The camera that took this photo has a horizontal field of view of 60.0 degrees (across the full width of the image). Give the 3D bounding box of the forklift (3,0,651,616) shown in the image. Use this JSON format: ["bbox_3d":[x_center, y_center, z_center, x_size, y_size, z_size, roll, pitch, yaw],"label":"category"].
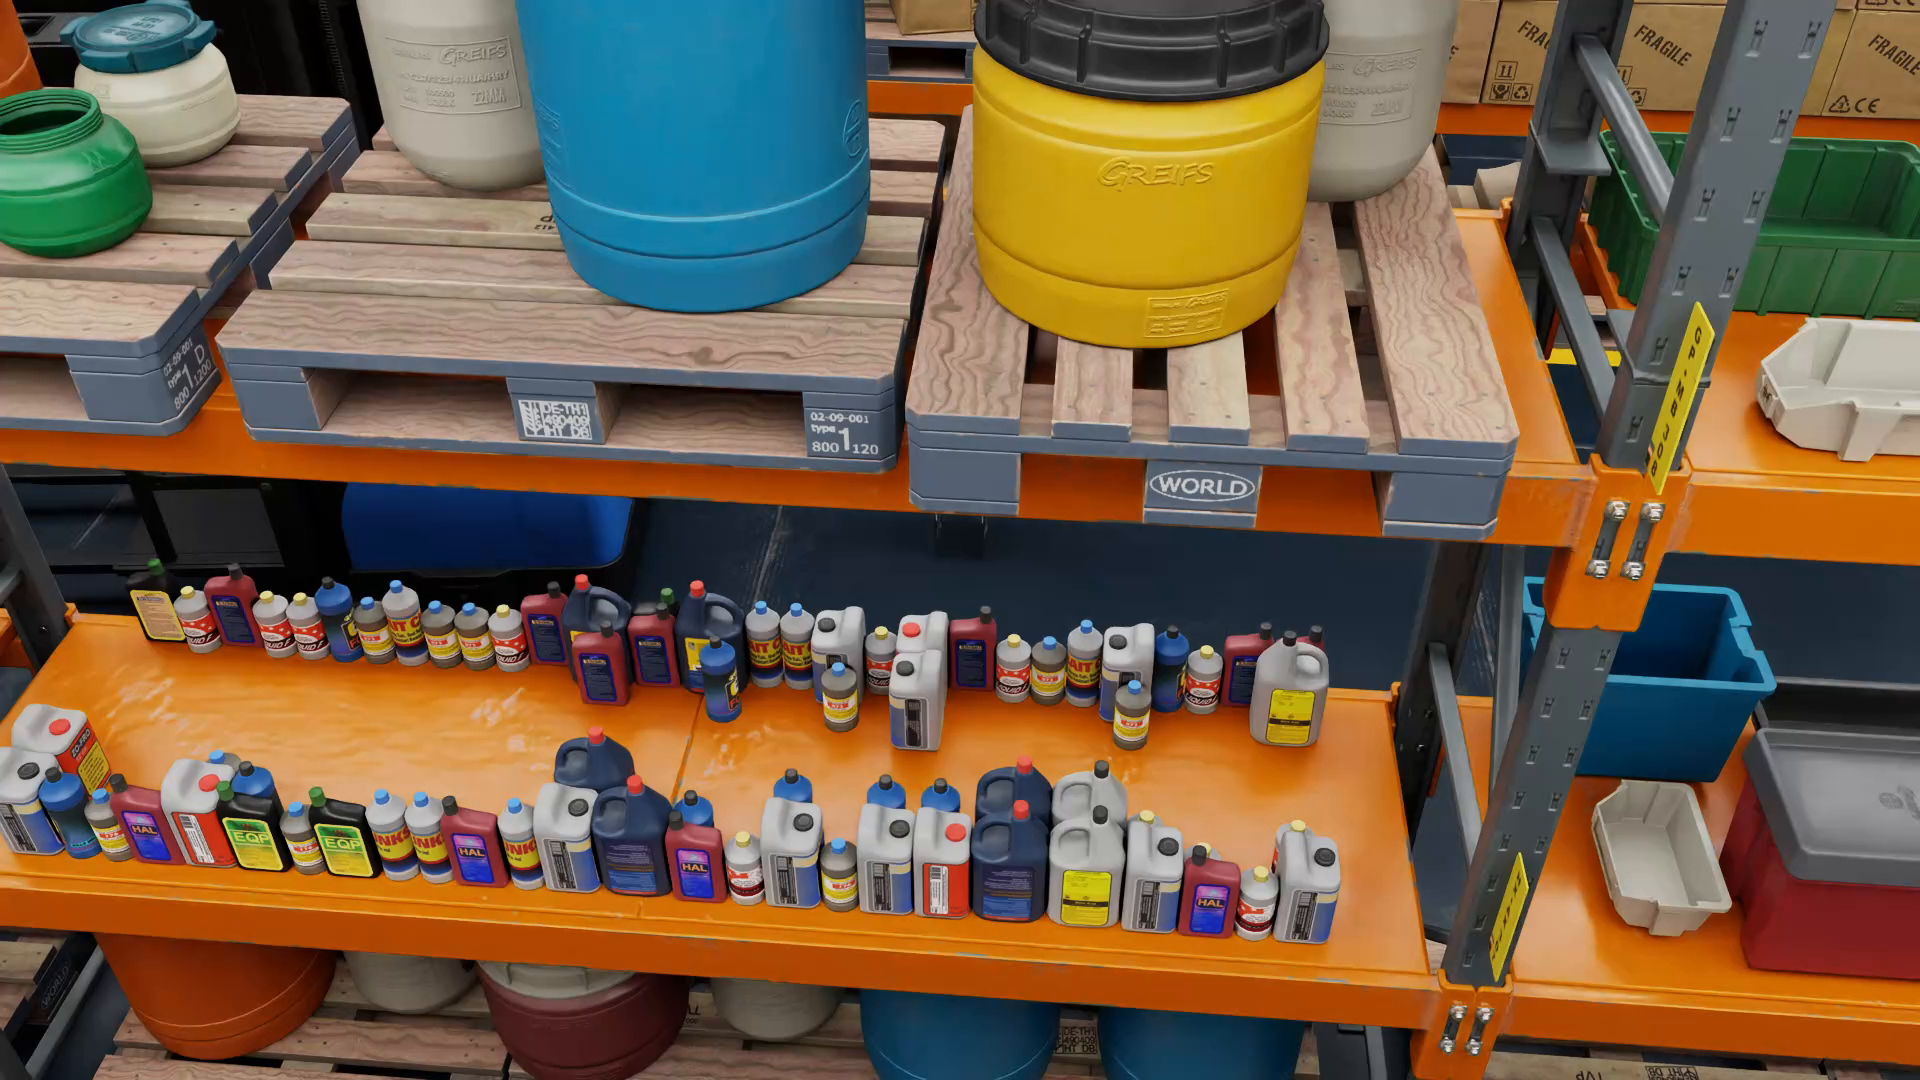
[{"bbox_3d":[-2.877,-1.093,6.271,3.031,2.935,1.130,-1,39,-1],"label":"forklift"}]

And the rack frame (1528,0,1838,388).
[{"bbox_3d":[1.248,-1.738,2.257,0.127,3.000,1.000,3,39,4],"label":"rack frame"}]

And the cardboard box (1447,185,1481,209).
[{"bbox_3d":[2.650,-1.756,8.941,0.250,0.149,0.380,3,39,4],"label":"cardboard box"}]

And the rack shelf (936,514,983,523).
[{"bbox_3d":[0.008,-0.183,7.100,0.200,0.077,0.258,3,39,4],"label":"rack shelf"}]

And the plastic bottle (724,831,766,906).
[{"bbox_3d":[-0.522,0.791,4.059,0.097,0.201,0.097,0,39,0],"label":"plastic bottle"}]

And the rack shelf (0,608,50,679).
[{"bbox_3d":[-4.730,0.541,4.779,4.000,0.370,1.077,3,39,4],"label":"rack shelf"}]

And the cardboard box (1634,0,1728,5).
[{"bbox_3d":[3.150,-2.694,7.313,0.500,0.500,0.500,2,39,3],"label":"cardboard box"}]

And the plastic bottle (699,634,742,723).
[{"bbox_3d":[-0.654,0.367,4.525,0.097,0.271,0.097,0,39,0],"label":"plastic bottle"}]

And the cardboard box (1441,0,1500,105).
[{"bbox_3d":[2.163,-2.366,7.701,0.500,0.500,0.500,4,39,5],"label":"cardboard box"}]

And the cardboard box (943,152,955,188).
[{"bbox_3d":[0.171,-1.634,8.513,0.500,0.500,0.500,4,39,4],"label":"cardboard box"}]

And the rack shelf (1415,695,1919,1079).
[{"bbox_3d":[3.240,0.977,4.244,4.000,0.370,1.077,3,39,4],"label":"rack shelf"}]

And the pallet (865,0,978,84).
[{"bbox_3d":[-0.369,-2.567,8.179,1.213,0.211,1.003,3,39,4],"label":"pallet"}]

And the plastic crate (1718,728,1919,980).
[{"bbox_3d":[2.115,0.747,3.858,0.583,0.464,0.402,3,39,4],"label":"plastic crate"}]

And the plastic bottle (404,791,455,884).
[{"bbox_3d":[-1.300,0.722,4.089,0.097,0.271,0.097,0,39,0],"label":"plastic bottle"}]

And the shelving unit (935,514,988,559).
[{"bbox_3d":[0.008,-0.349,6.965,0.210,0.900,0.258,3,39,4],"label":"shelving unit"}]

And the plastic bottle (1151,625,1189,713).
[{"bbox_3d":[0.573,0.343,4.554,0.097,0.271,0.097,0,39,0],"label":"plastic bottle"}]

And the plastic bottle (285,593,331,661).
[{"bbox_3d":[-1.857,0.237,4.740,0.097,0.201,0.097,0,39,0],"label":"plastic bottle"}]

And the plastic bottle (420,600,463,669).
[{"bbox_3d":[-1.470,0.258,4.714,0.097,0.201,0.097,0,39,0],"label":"plastic bottle"}]

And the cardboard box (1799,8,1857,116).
[{"bbox_3d":[3.678,-2.285,7.602,0.500,0.500,0.500,3,39,3],"label":"cardboard box"}]

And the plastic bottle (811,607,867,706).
[{"bbox_3d":[-0.334,0.309,4.593,0.135,0.276,0.152,3,39,4],"label":"plastic bottle"}]

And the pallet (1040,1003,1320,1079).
[{"bbox_3d":[0.482,1.602,5.115,1.213,0.211,1.003,3,39,4],"label":"pallet"}]

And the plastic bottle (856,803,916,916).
[{"bbox_3d":[-0.173,0.764,4.034,0.135,0.276,0.152,3,39,4],"label":"plastic bottle"}]

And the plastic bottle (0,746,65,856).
[{"bbox_3d":[-2.334,0.646,4.179,0.135,0.276,0.152,3,39,4],"label":"plastic bottle"}]

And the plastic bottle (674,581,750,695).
[{"bbox_3d":[-0.687,0.258,4.596,0.185,0.351,0.144,3,39,4],"label":"plastic bottle"}]

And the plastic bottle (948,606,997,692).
[{"bbox_3d":[0.034,0.297,4.601,0.133,0.283,0.061,3,39,4],"label":"plastic bottle"}]

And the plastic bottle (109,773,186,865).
[{"bbox_3d":[-2.011,0.690,4.119,0.133,0.283,0.061,3,39,4],"label":"plastic bottle"}]

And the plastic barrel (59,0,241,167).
[{"bbox_3d":[-1.657,-0.935,3.424,0.301,0.262,0.301,0,39,0],"label":"plastic barrel"}]

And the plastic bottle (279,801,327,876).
[{"bbox_3d":[-1.627,0.731,4.133,0.097,0.201,0.097,0,39,0],"label":"plastic bottle"}]

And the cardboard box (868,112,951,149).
[{"bbox_3d":[-0.278,-2.279,8.712,0.500,0.250,0.500,2,39,3],"label":"cardboard box"}]

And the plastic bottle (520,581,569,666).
[{"bbox_3d":[-1.159,0.232,4.681,0.133,0.283,0.061,3,39,4],"label":"plastic bottle"}]

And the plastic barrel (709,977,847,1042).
[{"bbox_3d":[-0.553,1.225,5.007,0.421,0.512,0.421,0,39,0],"label":"plastic barrel"}]

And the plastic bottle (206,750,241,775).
[{"bbox_3d":[-1.881,0.620,4.269,0.097,0.201,0.097,0,39,0],"label":"plastic bottle"}]

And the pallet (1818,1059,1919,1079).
[{"bbox_3d":[3.202,1.751,4.932,1.213,0.211,1.003,3,39,4],"label":"pallet"}]

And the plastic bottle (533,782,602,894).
[{"bbox_3d":[-0.953,0.721,4.086,0.135,0.276,0.152,3,39,4],"label":"plastic bottle"}]

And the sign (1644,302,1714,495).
[{"bbox_3d":[1.198,-0.232,2.776,0.005,0.325,0.100,3,39,4],"label":"sign"}]

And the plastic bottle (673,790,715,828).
[{"bbox_3d":[-0.650,0.719,4.093,0.097,0.271,0.097,0,39,0],"label":"plastic bottle"}]

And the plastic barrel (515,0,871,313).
[{"bbox_3d":[-0.466,-0.929,2.909,0.708,0.901,0.600,3,39,4],"label":"plastic barrel"}]

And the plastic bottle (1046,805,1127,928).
[{"bbox_3d":[0.304,0.764,3.975,0.185,0.351,0.144,3,39,4],"label":"plastic bottle"}]

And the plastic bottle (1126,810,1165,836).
[{"bbox_3d":[0.455,0.748,4.112,0.097,0.201,0.097,0,39,0],"label":"plastic bottle"}]

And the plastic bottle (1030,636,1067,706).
[{"bbox_3d":[0.245,0.352,4.599,0.097,0.201,0.097,0,39,0],"label":"plastic bottle"}]

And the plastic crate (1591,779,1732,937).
[{"bbox_3d":[1.699,0.783,4.073,0.243,0.136,0.396,3,39,4],"label":"plastic crate"}]

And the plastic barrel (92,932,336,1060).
[{"bbox_3d":[-2.249,1.066,4.951,0.708,0.830,0.600,3,39,4],"label":"plastic barrel"}]

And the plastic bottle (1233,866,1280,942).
[{"bbox_3d":[0.709,0.859,3.976,0.097,0.201,0.097,0,39,0],"label":"plastic bottle"}]

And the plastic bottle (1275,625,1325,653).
[{"bbox_3d":[0.919,0.346,4.542,0.133,0.283,0.061,3,39,4],"label":"plastic bottle"}]

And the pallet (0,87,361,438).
[{"bbox_3d":[-1.984,-0.616,3.404,1.213,0.211,1.003,3,39,4],"label":"pallet"}]

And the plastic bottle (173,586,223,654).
[{"bbox_3d":[-2.184,0.219,4.762,0.097,0.201,0.097,0,39,0],"label":"plastic bottle"}]

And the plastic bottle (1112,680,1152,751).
[{"bbox_3d":[0.463,0.460,4.465,0.097,0.201,0.097,0,39,0],"label":"plastic bottle"}]

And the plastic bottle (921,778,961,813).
[{"bbox_3d":[-0.047,0.694,4.124,0.097,0.271,0.097,0,39,0],"label":"plastic bottle"}]
